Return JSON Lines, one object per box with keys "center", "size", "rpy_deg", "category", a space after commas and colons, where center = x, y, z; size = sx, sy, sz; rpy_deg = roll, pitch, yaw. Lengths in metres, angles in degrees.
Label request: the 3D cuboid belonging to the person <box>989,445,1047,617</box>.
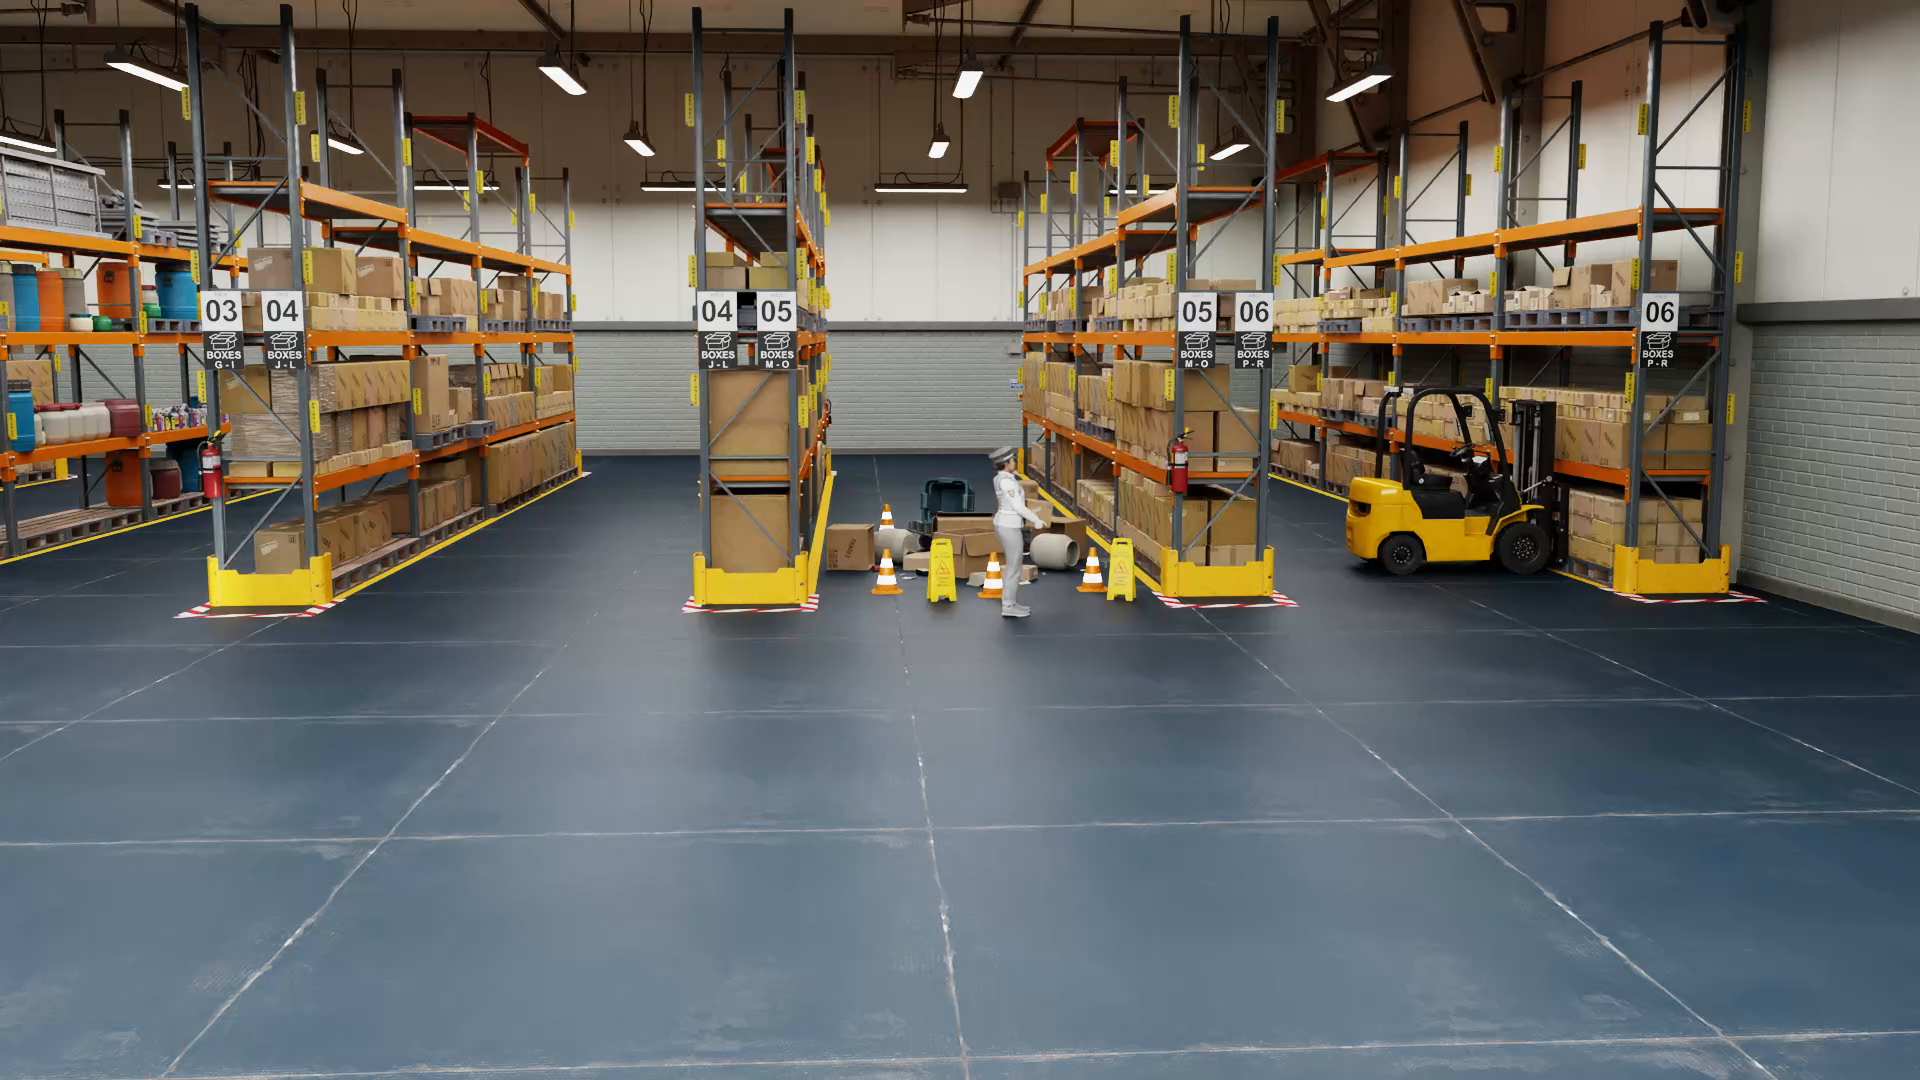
{"center": [0.561, -0.097, 16.450], "size": [0.553, 1.686, 0.459], "rpy_deg": [-1, 7, -9], "category": "person"}
